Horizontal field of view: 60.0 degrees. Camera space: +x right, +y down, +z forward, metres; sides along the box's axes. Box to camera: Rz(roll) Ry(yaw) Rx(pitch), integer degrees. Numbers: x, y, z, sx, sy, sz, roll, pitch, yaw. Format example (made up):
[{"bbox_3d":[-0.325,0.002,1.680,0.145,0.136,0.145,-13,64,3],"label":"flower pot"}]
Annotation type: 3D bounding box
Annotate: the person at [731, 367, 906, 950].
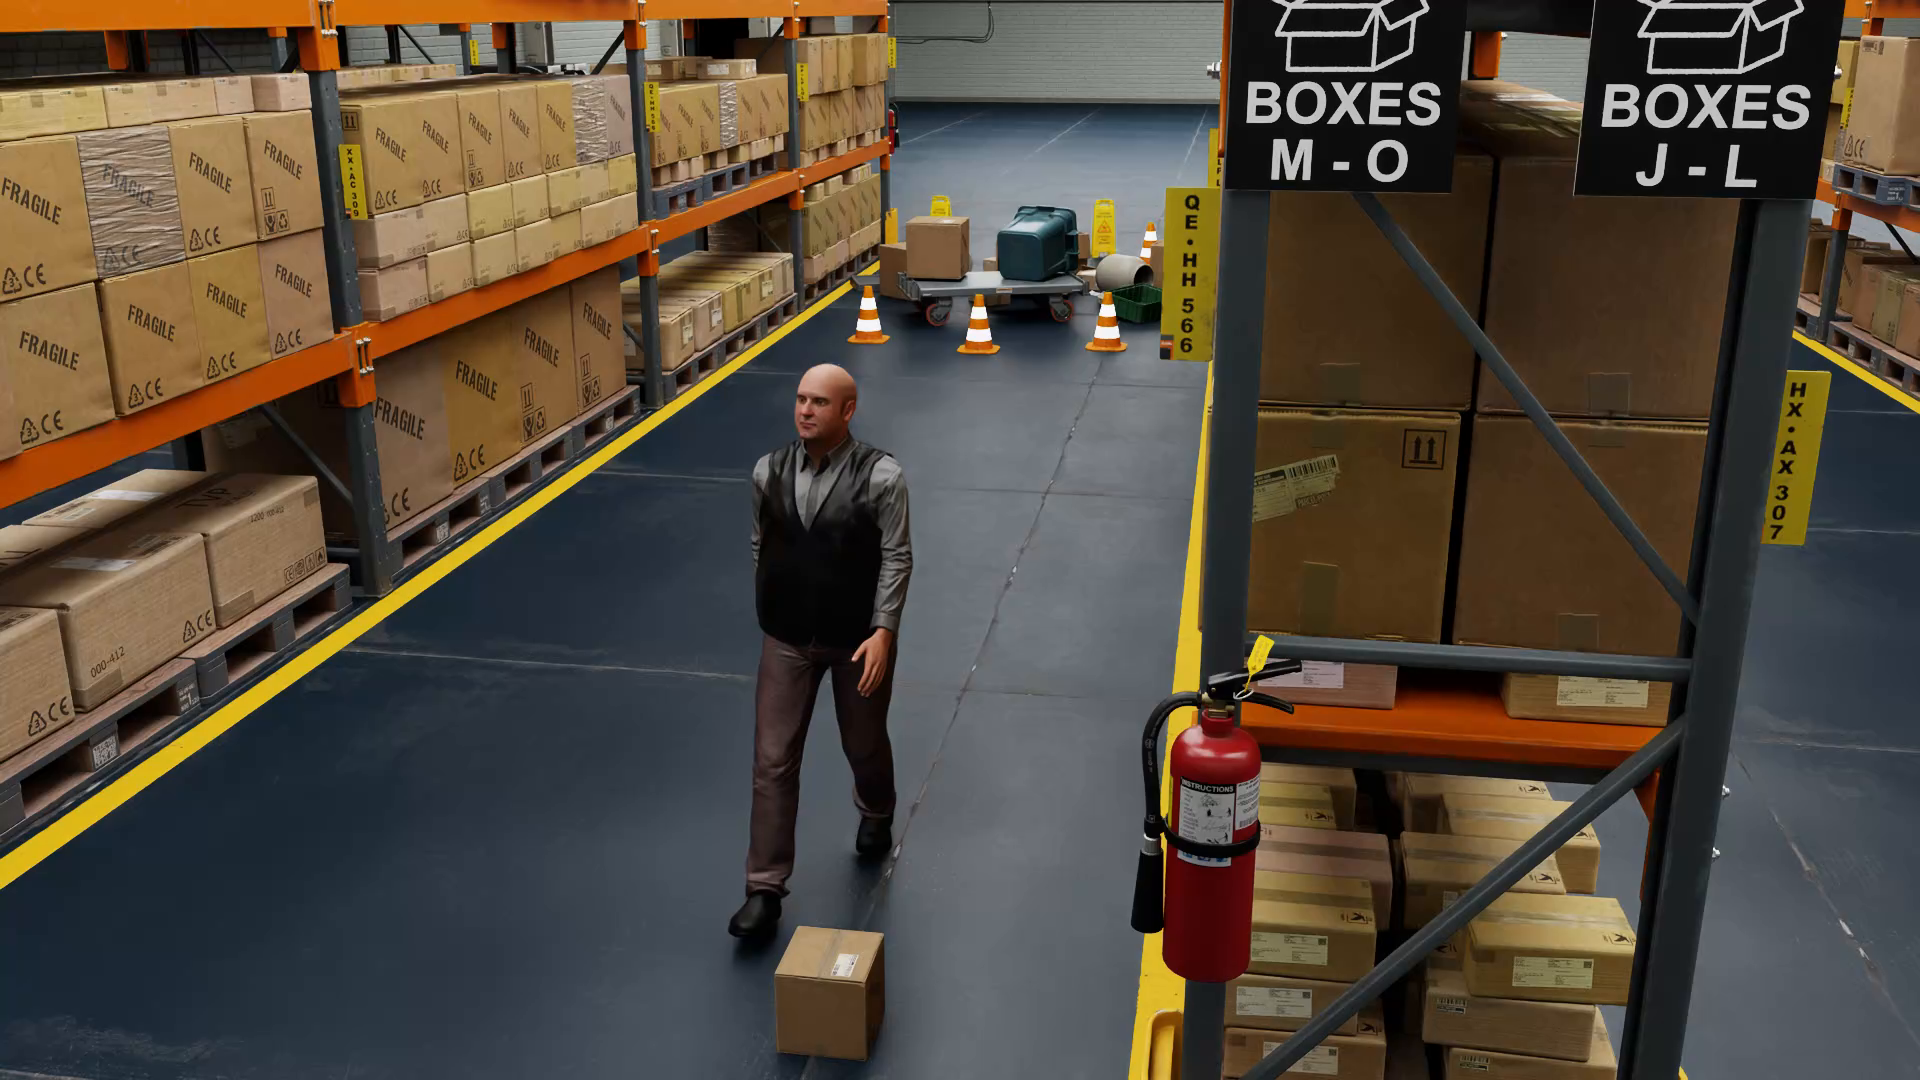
[{"bbox_3d":[-0.436,0.330,5.069,0.537,1.690,0.885,3,18,9],"label":"person"}]
